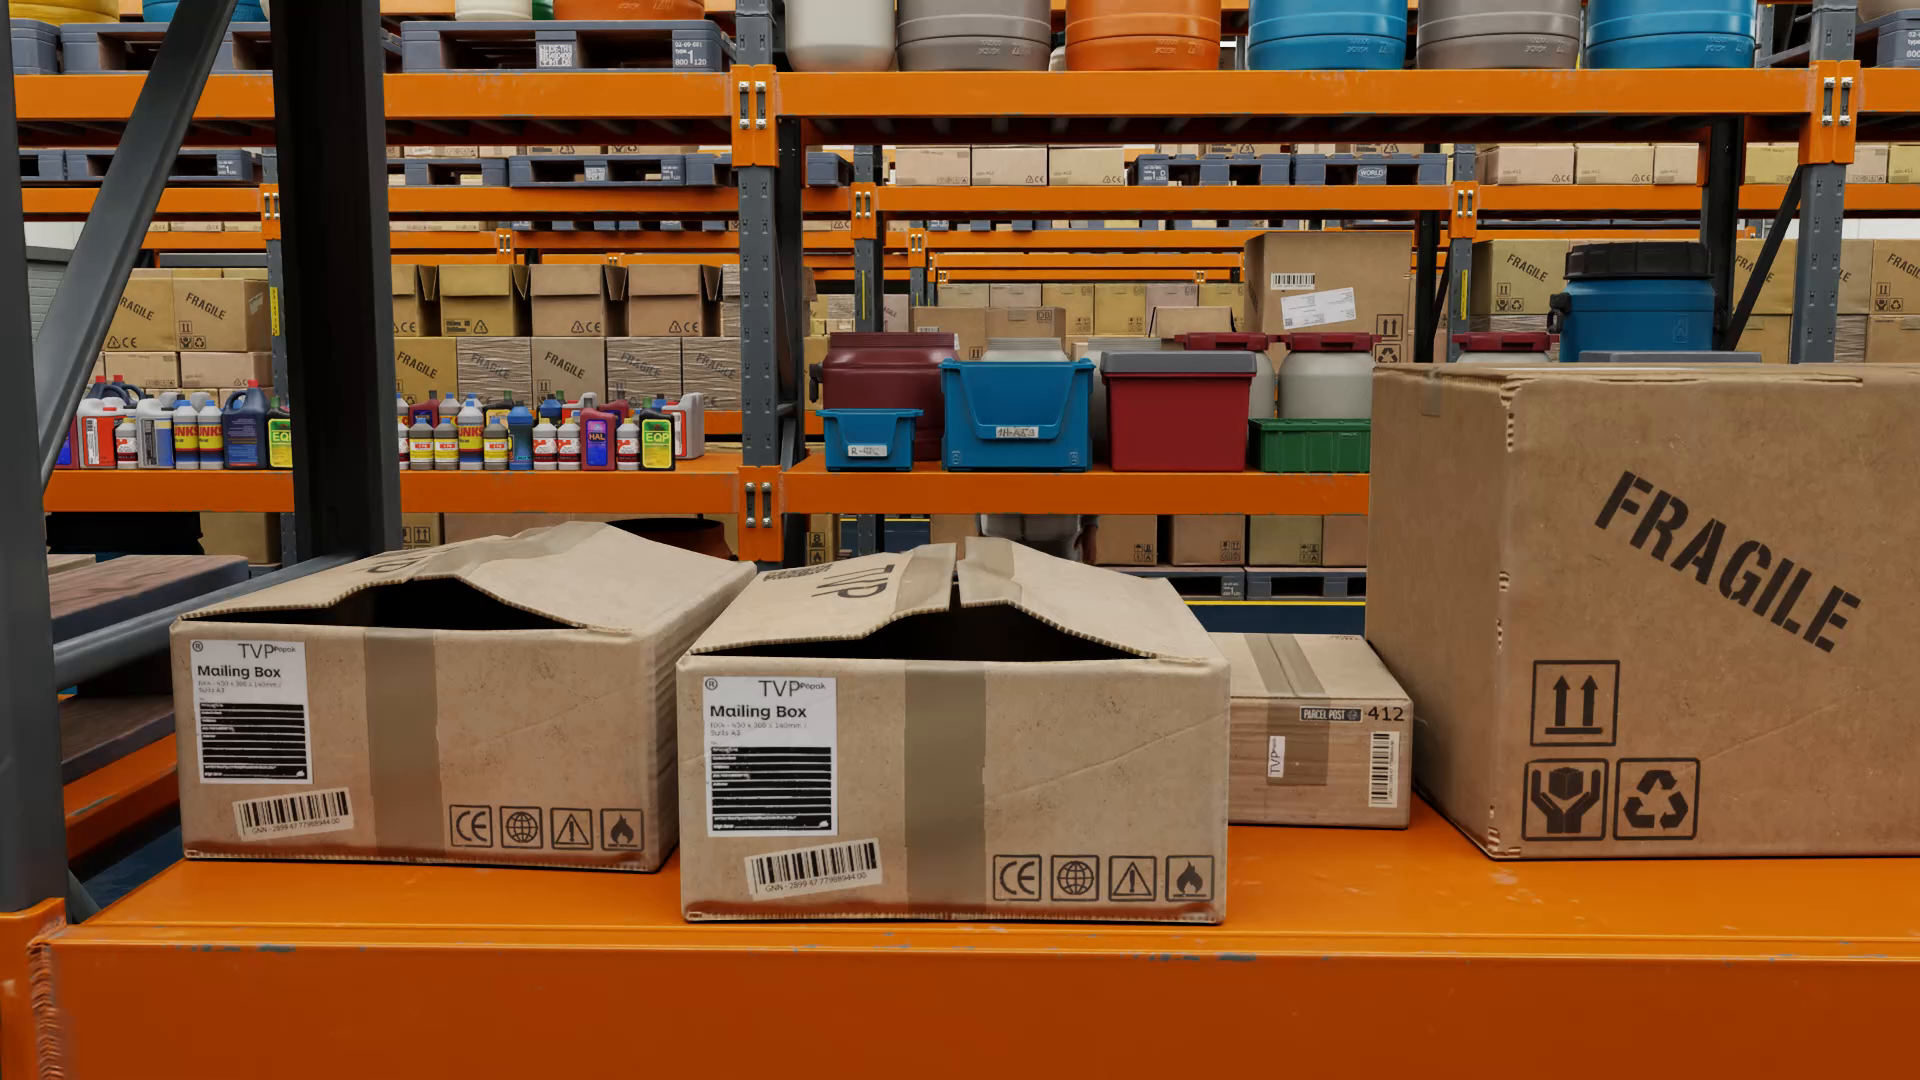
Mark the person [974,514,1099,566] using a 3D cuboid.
[{"bbox_3d":[0.332,0.001,7.473,0.604,1.791,0.388,2,7,13],"label":"person"}]
